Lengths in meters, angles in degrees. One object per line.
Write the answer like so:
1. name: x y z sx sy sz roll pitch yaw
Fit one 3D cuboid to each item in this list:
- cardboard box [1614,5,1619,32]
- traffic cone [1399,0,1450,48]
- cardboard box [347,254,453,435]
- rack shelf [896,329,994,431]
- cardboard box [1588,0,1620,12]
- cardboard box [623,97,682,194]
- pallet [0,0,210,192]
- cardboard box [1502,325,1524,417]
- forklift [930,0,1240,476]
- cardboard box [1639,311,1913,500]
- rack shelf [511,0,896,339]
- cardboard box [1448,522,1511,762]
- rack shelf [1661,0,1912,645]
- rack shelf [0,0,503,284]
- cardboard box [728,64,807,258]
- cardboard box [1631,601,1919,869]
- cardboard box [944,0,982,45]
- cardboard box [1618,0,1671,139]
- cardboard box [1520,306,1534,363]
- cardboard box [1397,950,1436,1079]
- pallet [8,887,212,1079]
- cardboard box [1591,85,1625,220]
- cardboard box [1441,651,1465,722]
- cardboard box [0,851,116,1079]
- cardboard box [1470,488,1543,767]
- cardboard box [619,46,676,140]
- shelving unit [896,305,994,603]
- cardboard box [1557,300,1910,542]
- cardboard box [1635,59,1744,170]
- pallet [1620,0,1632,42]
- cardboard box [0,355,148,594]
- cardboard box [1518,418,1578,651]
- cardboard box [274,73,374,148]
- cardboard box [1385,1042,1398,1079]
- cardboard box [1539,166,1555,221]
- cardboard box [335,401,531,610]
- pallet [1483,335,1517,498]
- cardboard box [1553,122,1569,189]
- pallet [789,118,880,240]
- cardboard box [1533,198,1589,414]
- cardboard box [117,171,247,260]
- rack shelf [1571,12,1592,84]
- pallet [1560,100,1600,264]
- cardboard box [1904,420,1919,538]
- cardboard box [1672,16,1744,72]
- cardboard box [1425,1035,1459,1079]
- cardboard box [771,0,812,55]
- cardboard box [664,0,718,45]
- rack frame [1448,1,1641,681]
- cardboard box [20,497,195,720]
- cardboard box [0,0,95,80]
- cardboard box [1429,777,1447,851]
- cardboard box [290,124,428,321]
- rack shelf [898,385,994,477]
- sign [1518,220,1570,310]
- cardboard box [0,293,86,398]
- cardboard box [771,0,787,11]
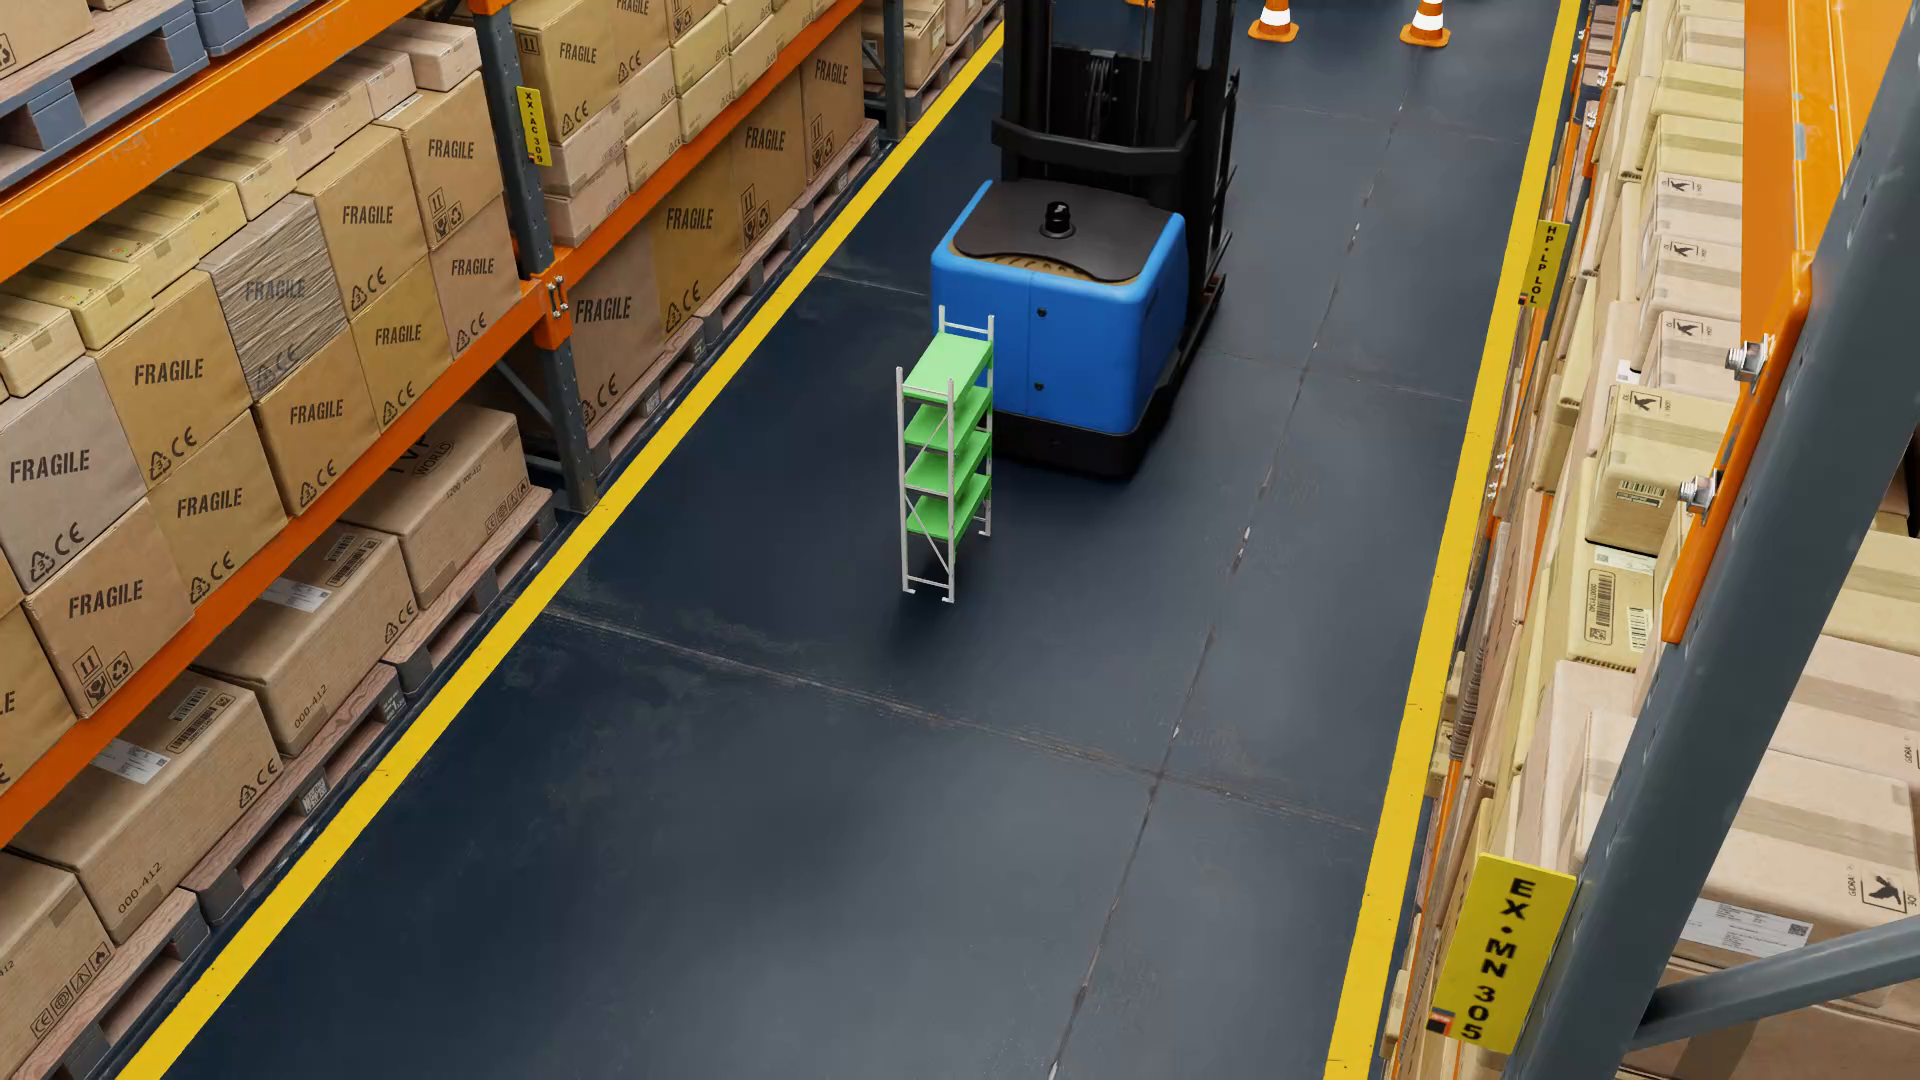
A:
1. cardboard box: 3.505 -2.636 8.352 0.380 0.149 0.250 13 42 14
2. traffic cone: 3.338 -3.792 11.791 0.336 0.463 0.334 13 42 15
3. cardboard box: -2.295 -0.780 6.230 0.500 0.500 0.500 12 42 14
4. rack shelf: -0.057 -0.672 6.926 0.258 0.148 0.480 13 42 15
5. cardboard box: 3.750 -3.172 9.034 0.500 0.500 0.500 13 42 15
6. cardboard box: -1.632 -1.866 7.695 0.500 0.250 0.500 12 42 14
7. pallet: -2.914 -1.266 4.634 1.003 0.211 1.213 13 42 15
8. cardboard box: 2.852 -0.701 7.816 0.500 0.500 0.500 12 42 14
9. forklift: 0.832 -2.387 8.244 1.130 2.935 3.031 13 42 15
10. cardboard box: 1.345 -0.226 2.770 0.380 0.149 0.250 12 42 14
11. rack shelf: -1.522 -2.343 8.693 1.077 0.370 4.000 13 42 15
12. cardboard box: 1.705 0.337 4.691 0.500 0.500 0.500 12 42 14
13. rack shelf: 1.796 -1.148 2.672 1.077 0.370 4.000 13 42 15
14. rack shelf: -2.890 -1.045 4.860 1.077 0.370 4.000 13 42 15
15. cardboard box: -1.461 -2.242 9.334 0.875 0.875 0.875 14 42 16
16. cardboard box: 1.106 0.252 2.209 0.380 0.149 0.250 14 42 16
17. cardboard box: -0.391 -3.791 11.537 0.950 0.372 0.625 13 42 14
18. cardboard box: 1.915 -1.091 4.091 0.500 0.250 0.500 13 42 15
19. cardboard box: 2.853 -1.001 7.590 0.500 0.250 0.500 12 42 13
20. cardboard box: 1.205 1.284 3.581 0.500 0.500 0.500 13 42 14
21. pallet: -3.374 1.598 5.668 1.003 0.211 1.213 13 42 15
22. cardboard box: 1.911 -0.913 4.267 0.500 0.250 0.500 13 42 14
23. cardboard box: 2.055 0.602 6.331 0.380 0.149 0.250 15 43 17
24. cardboard box: -3.442 1.433 5.364 0.875 0.438 0.875 12 42 14
25. cardboard box: 1.556 0.262 4.009 0.500 0.500 0.500 12 42 14
26. cardboard box: -1.639 -2.060 7.538 0.500 0.250 0.500 14 42 16
27. shelving unit: -0.057 -0.355 7.196 0.258 1.200 0.503 13 42 15
28. cardboard box: 1.382 -0.156 2.995 0.500 0.250 0.500 14 42 16
29. cardboard box: 1.658 -0.871 3.526 0.380 0.149 0.250 15 43 17
30. pallet: 2.791 -1.783 5.316 1.213 0.211 1.003 13 42 15
31. cardboard box: -2.803 -0.238 4.824 0.500 0.500 0.500 13 42 15
32. cardboard box: 1.369 0.047 3.142 0.500 0.250 0.500 15 43 17
33. cardboard box: -2.299 -1.517 5.824 0.380 0.149 0.250 13 42 15
34. cardboard box: 1.471 1.718 5.023 0.380 0.149 0.250 15 43 17
35. cardboard box: 3.366 -1.634 8.910 0.500 0.500 0.500 12 42 13
36. cardboard box: -2.522 -0.223 7.304 0.875 0.438 0.875 13 42 14
37. pallet: 3.161 -0.521 8.152 1.003 0.211 1.213 13 42 15
38. cardboard box: 3.385 -1.927 8.676 0.500 0.250 0.500 11 42 13
39. pallet: -1.179 -2.312 10.251 1.003 0.211 1.213 13 42 15
40. cardboard box: 2.097 -0.671 5.102 0.500 0.500 0.500 14 43 16
41. cardboard box: -2.509 -1.038 5.262 0.380 0.149 0.250 12 42 14
42. rack shelf: 4.532 -3.746 10.337 1.077 0.370 4.000 13 42 15
43. pallet: 3.210 -1.510 7.311 1.003 0.211 1.213 13 42 15
44. cardboard box: 1.868 -0.029 2.846 0.500 0.250 0.500 14 42 16
45. cardboard box: 1.795 -1.027 3.709 0.380 0.149 0.250 12 42 14
46. cardboard box: 1.035 1.214 2.893 0.500 0.500 0.500 12 42 14
47. cardboard box: -1.114 -2.795 8.784 0.500 0.250 0.500 13 42 15
48. cardboard box: -1.464 -2.642 7.642 0.500 0.500 0.500 12 42 14
49. rack frame: 2.480 -0.360 5.815 1.000 3.000 0.127 13 42 15
50. cardboard box: -2.802 0.155 5.134 0.500 0.500 0.500 13 42 15
51. cardboard box: -2.744 -1.531 4.398 0.500 0.500 0.500 14 42 16
52. cardboard box: 1.927 1.041 6.045 0.380 0.149 0.250 13 42 15
53. cardboard box: -2.289 -1.159 5.903 0.500 0.500 0.500 13 42 14
54. rack shelf: -0.057 -0.489 7.082 0.258 0.148 0.480 13 42 15
55. sign: 1.957 -0.922 5.581 0.100 0.325 0.005 13 42 15
56. cardboard box: -2.735 -0.566 4.708 0.380 0.149 0.250 14 42 15
57. cardboard box: -1.093 -2.988 8.625 0.500 0.250 0.500 12 42 14
